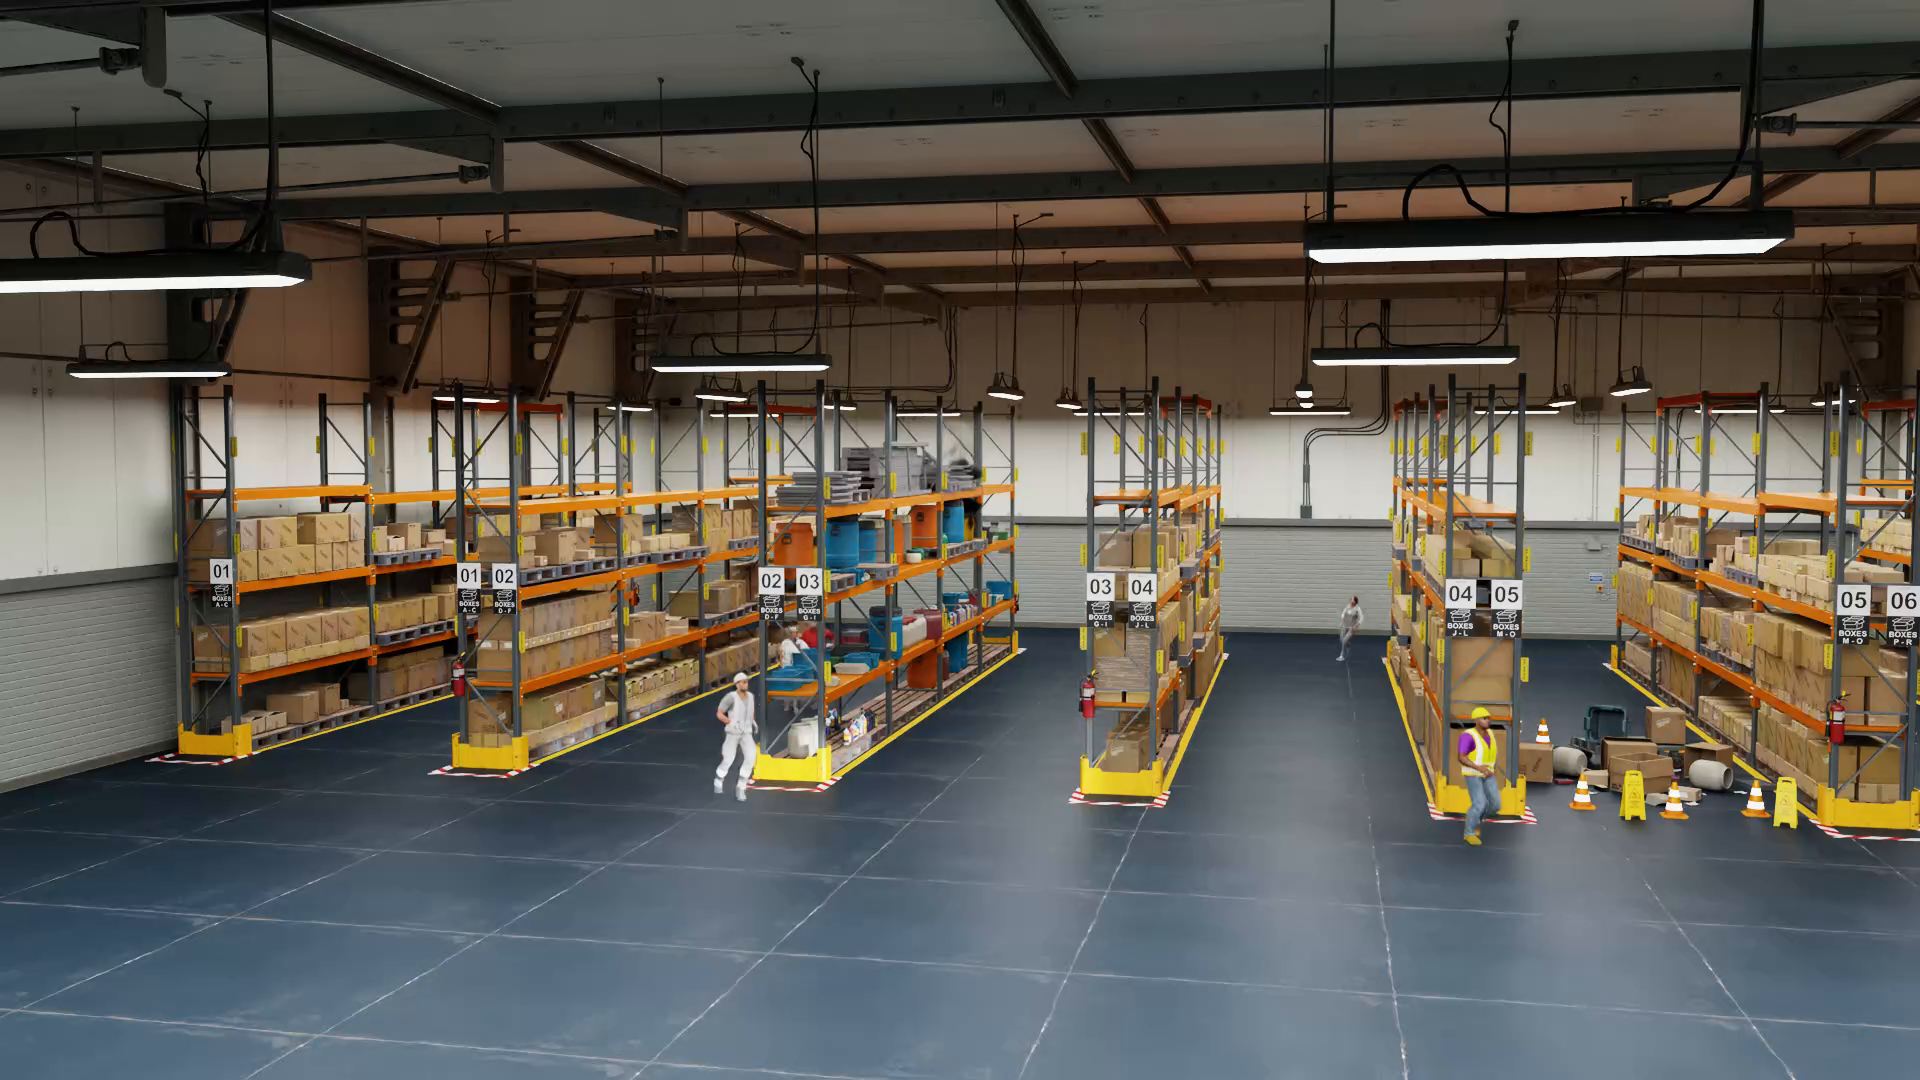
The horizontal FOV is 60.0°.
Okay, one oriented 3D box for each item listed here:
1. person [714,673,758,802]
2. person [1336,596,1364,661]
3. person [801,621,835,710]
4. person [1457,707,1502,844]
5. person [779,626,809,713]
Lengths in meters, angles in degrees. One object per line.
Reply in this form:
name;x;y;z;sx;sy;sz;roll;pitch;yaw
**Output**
person;-3.166;2.791;23.757;0.707;1.801;0.704;-2;4;-35
person;9.157;2.063;38.918;0.576;1.525;0.530;3;4;38
person;-2.743;2.356;32.039;0.672;1.785;0.930;1;3;16
person;6.583;2.965;20.943;0.738;1.725;0.594;-2;4;-30
person;-3.115;2.432;31.115;0.658;1.635;0.546;1;3;10
